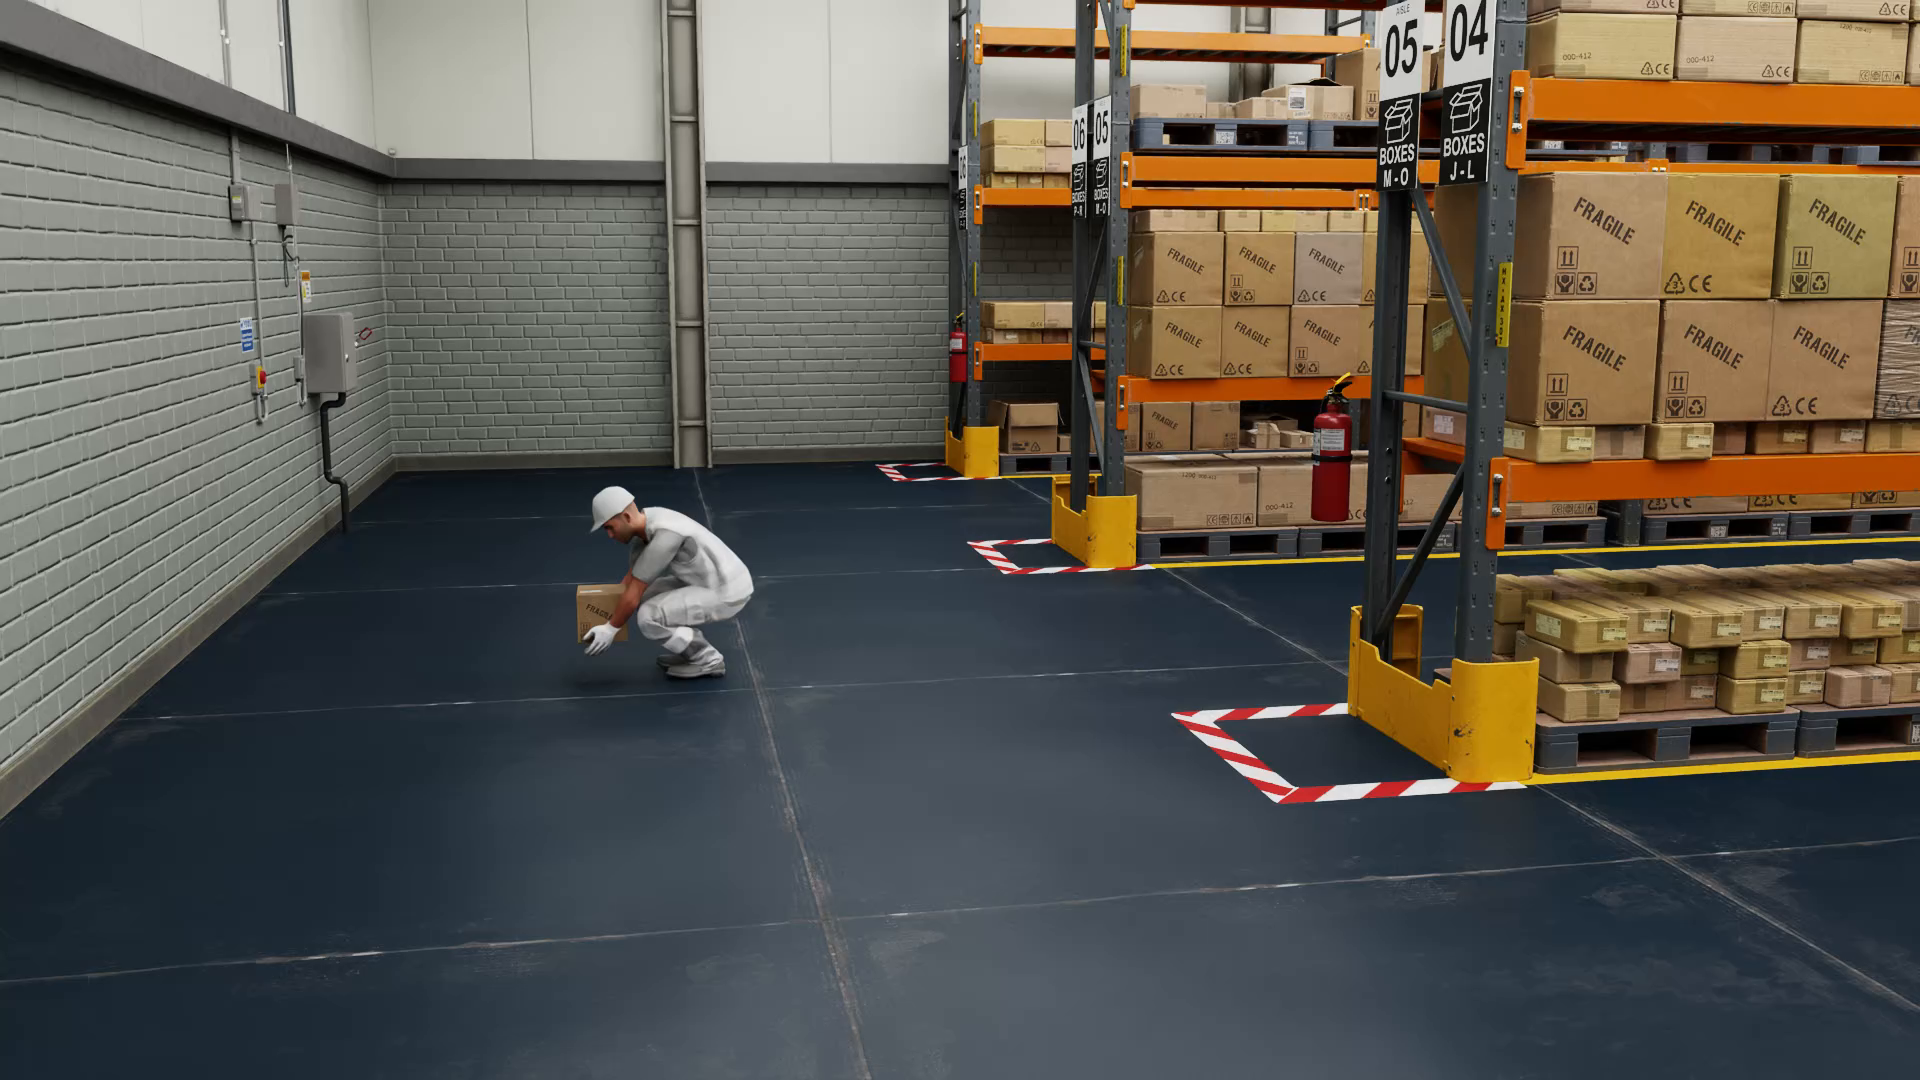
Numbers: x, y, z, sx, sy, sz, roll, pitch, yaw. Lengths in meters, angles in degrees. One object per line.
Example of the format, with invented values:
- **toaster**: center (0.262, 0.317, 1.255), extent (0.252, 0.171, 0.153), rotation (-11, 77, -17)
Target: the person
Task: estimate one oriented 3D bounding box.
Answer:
- **person**: center (-1.498, 0.204, 8.529), extent (0.873, 0.992, 0.561), rotation (-2, 10, -11)
